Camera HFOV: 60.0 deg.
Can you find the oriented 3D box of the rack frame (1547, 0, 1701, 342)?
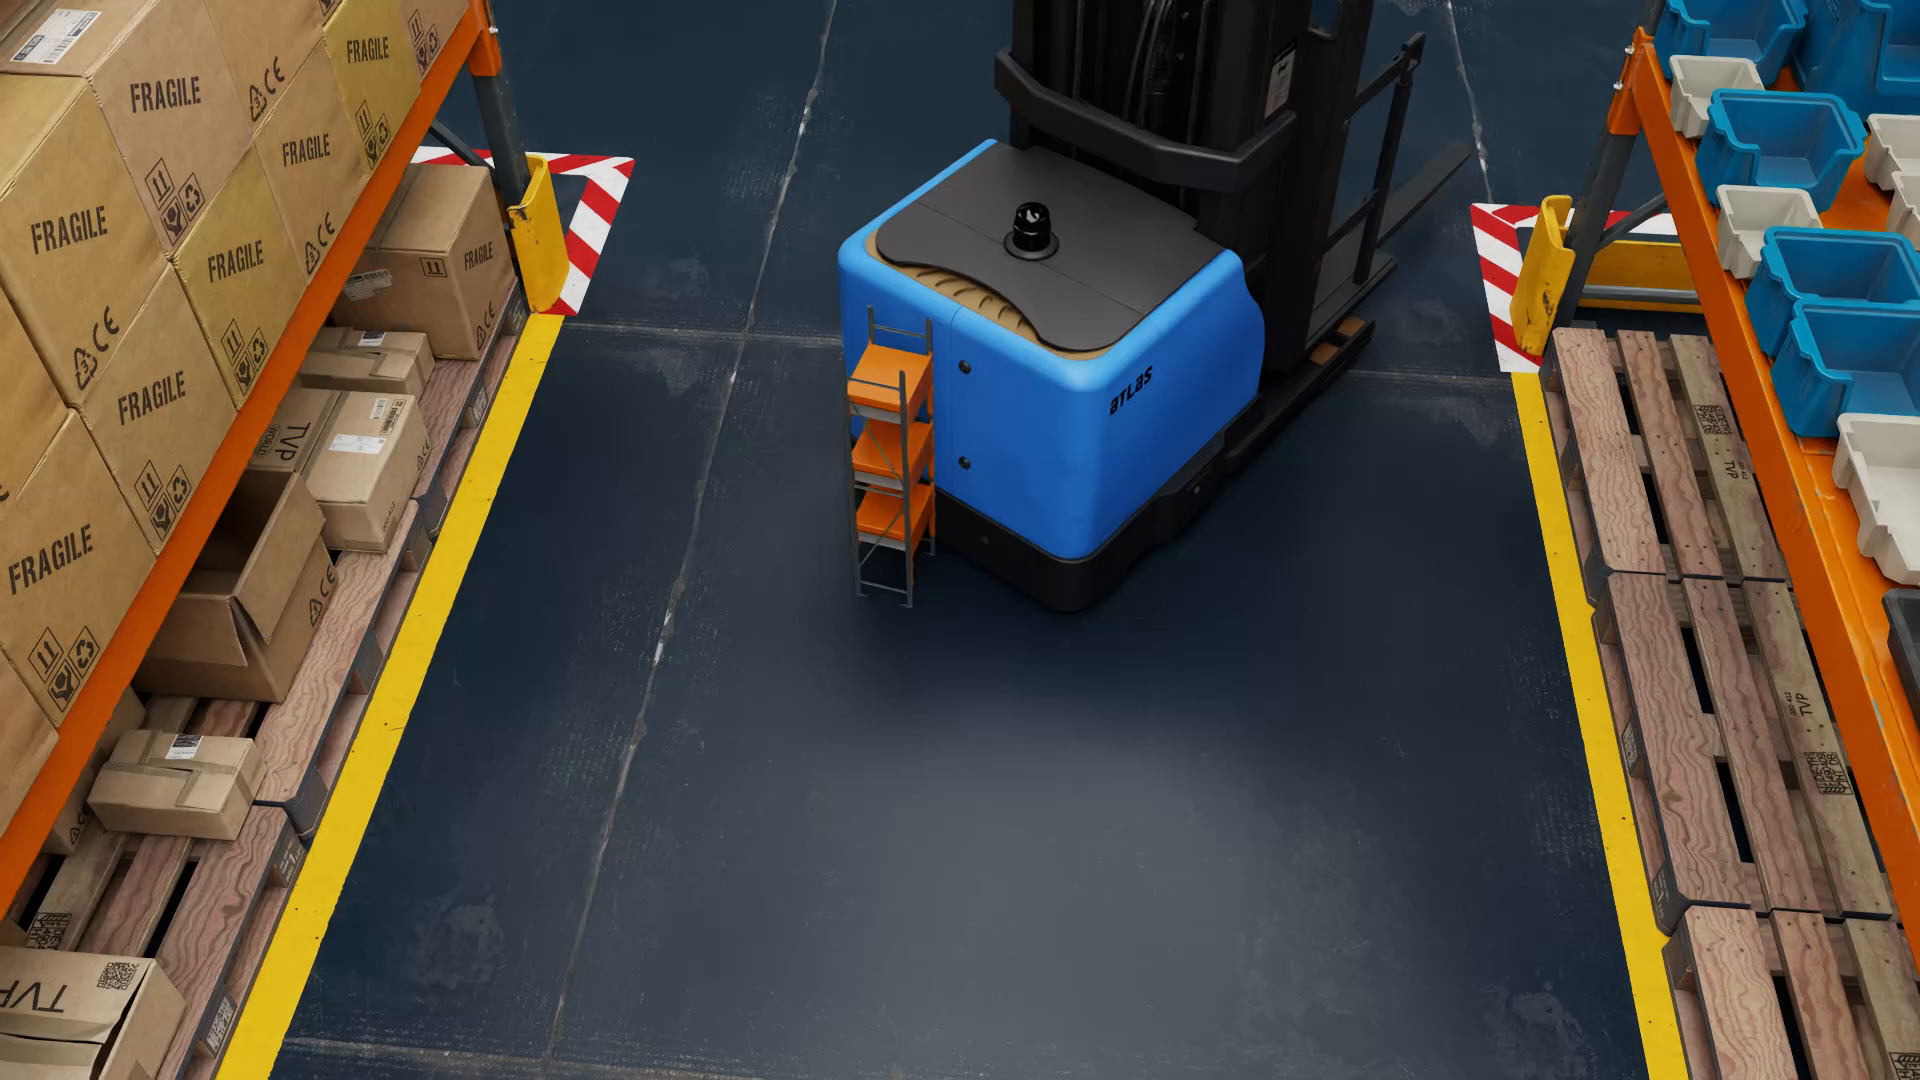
[{"bbox_3d":[2.761,-1.794,5.358,1.000,3.000,0.127,4,48,4],"label":"rack frame"}]

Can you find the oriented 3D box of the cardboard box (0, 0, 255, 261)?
[{"bbox_3d":[-2.073,-1.025,3.909,0.500,0.500,0.500,5,48,5],"label":"cardboard box"}]

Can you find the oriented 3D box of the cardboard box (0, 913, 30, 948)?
[{"bbox_3d":[-2.767,1.067,4.137,0.500,0.500,0.500,4,48,4],"label":"cardboard box"}]

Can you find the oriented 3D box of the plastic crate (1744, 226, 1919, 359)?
[{"bbox_3d":[2.291,-0.630,4.367,0.416,0.233,0.300,4,48,4],"label":"plastic crate"}]

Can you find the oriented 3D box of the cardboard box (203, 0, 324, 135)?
[{"bbox_3d":[-2.026,-1.402,4.255,0.500,0.500,0.500,5,48,5],"label":"cardboard box"}]

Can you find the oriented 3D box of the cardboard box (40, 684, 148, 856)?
[{"bbox_3d":[-2.698,0.580,4.711,0.500,0.311,0.500,4,48,4],"label":"cardboard box"}]

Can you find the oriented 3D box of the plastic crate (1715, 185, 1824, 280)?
[{"bbox_3d":[2.237,-0.837,4.621,0.250,0.136,0.298,4,48,4],"label":"plastic crate"}]

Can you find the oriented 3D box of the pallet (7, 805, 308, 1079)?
[{"bbox_3d":[-2.472,1.246,4.467,1.003,0.211,1.213,4,48,4],"label":"pallet"}]

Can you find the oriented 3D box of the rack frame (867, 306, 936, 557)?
[{"bbox_3d":[-0.180,-0.321,5.333,0.200,1.050,0.008,13,49,12],"label":"rack frame"}]

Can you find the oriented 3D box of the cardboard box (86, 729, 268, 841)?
[{"bbox_3d":[-2.213,0.687,4.710,0.380,0.166,0.250,4,48,4],"label":"cardboard box"}]

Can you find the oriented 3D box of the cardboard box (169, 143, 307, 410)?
[{"bbox_3d":[-2.082,-0.698,4.288,0.500,0.500,0.500,3,48,3],"label":"cardboard box"}]

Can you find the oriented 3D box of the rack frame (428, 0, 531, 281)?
[{"bbox_3d":[-2.172,-2.129,5.665,1.000,3.000,0.127,4,48,4],"label":"rack frame"}]

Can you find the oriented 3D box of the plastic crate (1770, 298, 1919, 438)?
[{"bbox_3d":[2.263,-0.410,4.165,0.416,0.233,0.300,4,48,4],"label":"plastic crate"}]

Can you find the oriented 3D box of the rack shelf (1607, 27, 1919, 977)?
[{"bbox_3d":[2.579,-0.081,4.279,1.077,0.370,4.000,4,48,4],"label":"rack shelf"}]

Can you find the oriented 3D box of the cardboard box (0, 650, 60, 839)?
[{"bbox_3d":[-2.218,0.420,3.265,0.500,0.500,0.500,5,48,5],"label":"cardboard box"}]

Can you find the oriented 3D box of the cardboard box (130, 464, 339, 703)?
[{"bbox_3d":[-2.370,0.123,4.998,0.797,0.503,0.637,4,48,4],"label":"cardboard box"}]

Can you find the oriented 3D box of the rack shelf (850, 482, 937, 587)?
[{"bbox_3d":[-0.217,-0.041,5.467,0.215,0.259,0.240,13,49,12],"label":"rack shelf"}]

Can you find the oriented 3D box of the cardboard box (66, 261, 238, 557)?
[{"bbox_3d":[-2.127,-0.324,3.946,0.500,0.500,0.500,4,48,3],"label":"cardboard box"}]

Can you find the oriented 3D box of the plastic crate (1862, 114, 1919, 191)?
[{"bbox_3d":[2.867,-1.113,4.874,0.396,0.136,0.243,4,48,4],"label":"plastic crate"}]

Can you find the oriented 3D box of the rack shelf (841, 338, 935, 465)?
[{"bbox_3d":[-0.217,-0.420,5.052,0.215,0.259,0.240,13,49,12],"label":"rack shelf"}]

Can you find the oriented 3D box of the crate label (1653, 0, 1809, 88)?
[{"bbox_3d":[2.411,-1.598,5.252,0.416,0.233,0.303,4,48,4],"label":"crate label"}]

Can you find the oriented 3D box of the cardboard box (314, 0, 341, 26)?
[{"bbox_3d":[-1.983,-1.784,4.603,0.500,0.500,0.500,5,48,5],"label":"cardboard box"}]

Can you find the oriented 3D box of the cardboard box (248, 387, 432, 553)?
[{"bbox_3d":[-2.092,-0.238,5.500,0.500,0.250,0.500,4,48,4],"label":"cardboard box"}]

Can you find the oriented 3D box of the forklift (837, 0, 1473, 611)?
[{"bbox_3d":[0.927,-1.783,5.394,1.130,2.935,3.031,31,55,25],"label":"forklift"}]

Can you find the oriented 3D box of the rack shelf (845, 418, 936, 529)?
[{"bbox_3d":[-0.217,-0.228,5.262,0.215,0.259,0.240,13,49,12],"label":"rack shelf"}]

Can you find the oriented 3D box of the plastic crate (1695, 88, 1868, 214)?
[{"bbox_3d":[2.351,-1.114,4.809,0.416,0.233,0.300,4,48,4],"label":"plastic crate"}]

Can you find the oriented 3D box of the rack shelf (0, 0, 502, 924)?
[{"bbox_3d":[-2.354,-0.417,4.586,1.077,0.370,4.000,4,48,4],"label":"rack shelf"}]

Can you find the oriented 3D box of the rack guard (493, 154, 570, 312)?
[{"bbox_3d":[-2.178,-1.230,6.536,1.175,0.500,0.348,4,48,4],"label":"rack guard"}]

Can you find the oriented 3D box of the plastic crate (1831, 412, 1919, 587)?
[{"bbox_3d":[2.256,-0.085,3.933,0.293,0.136,0.466,4,48,4],"label":"plastic crate"}]

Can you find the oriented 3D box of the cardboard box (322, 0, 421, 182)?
[{"bbox_3d":[-1.985,-1.434,4.961,0.500,0.500,0.500,4,48,4],"label":"cardboard box"}]

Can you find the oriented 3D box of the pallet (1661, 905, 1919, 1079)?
[{"bbox_3d":[2.425,1.544,4.195,1.003,0.211,1.213,4,48,4],"label":"pallet"}]

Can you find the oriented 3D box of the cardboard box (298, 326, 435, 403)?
[{"bbox_3d":[-2.102,-0.614,5.901,0.380,0.166,0.250,4,48,4],"label":"cardboard box"}]

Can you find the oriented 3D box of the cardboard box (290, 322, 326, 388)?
[{"bbox_3d":[-2.549,-0.602,5.833,0.500,0.250,0.500,4,48,4],"label":"cardboard box"}]

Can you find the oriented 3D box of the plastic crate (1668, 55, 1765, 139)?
[{"bbox_3d":[2.299,-1.335,5.077,0.250,0.136,0.298,4,48,4],"label":"plastic crate"}]

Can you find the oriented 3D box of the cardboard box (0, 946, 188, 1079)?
[{"bbox_3d":[-2.282,1.275,4.075,0.500,0.311,0.500,4,48,4],"label":"cardboard box"}]

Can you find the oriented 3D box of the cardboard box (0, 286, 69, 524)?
[{"bbox_3d":[-2.166,-0.268,3.217,0.500,0.500,0.500,3,48,2],"label":"cardboard box"}]

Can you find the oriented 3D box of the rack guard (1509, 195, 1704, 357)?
[{"bbox_3d":[2.750,-0.968,6.297,1.175,0.500,0.348,4,48,4],"label":"rack guard"}]

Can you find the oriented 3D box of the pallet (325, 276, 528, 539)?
[{"bbox_3d":[-2.250,-0.546,6.107,1.003,0.211,1.213,4,48,4],"label":"pallet"}]

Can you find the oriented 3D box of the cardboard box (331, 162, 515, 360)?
[{"bbox_3d":[-1.976,-1.018,6.044,0.500,0.500,0.500,4,48,4],"label":"cardboard box"}]

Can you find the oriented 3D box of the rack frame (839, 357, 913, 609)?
[{"bbox_3d":[-0.253,-0.150,5.175,0.200,1.050,0.008,13,49,12],"label":"rack frame"}]

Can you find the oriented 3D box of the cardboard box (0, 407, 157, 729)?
[{"bbox_3d":[-2.175,0.043,3.610,0.500,0.500,0.500,5,48,4],"label":"cardboard box"}]

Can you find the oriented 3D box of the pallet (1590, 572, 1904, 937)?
[{"bbox_3d":[2.533,0.645,5.017,1.003,0.211,1.213,4,48,4],"label":"pallet"}]

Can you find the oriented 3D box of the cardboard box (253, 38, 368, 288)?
[{"bbox_3d":[-2.036,-1.068,4.626,0.500,0.500,0.500,4,48,4],"label":"cardboard box"}]

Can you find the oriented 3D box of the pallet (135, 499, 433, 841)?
[{"bbox_3d":[-2.364,0.348,5.289,1.003,0.211,1.213,4,48,4],"label":"pallet"}]

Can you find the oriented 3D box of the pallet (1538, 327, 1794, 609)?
[{"bbox_3d":[2.647,-0.249,5.835,1.003,0.211,1.213,4,48,4],"label":"pallet"}]

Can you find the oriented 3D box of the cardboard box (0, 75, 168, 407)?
[{"bbox_3d":[-2.119,-0.645,3.562,0.500,0.500,0.500,3,48,2],"label":"cardboard box"}]

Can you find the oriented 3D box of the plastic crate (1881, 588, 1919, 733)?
[{"bbox_3d":[2.231,0.378,3.517,0.437,0.125,0.590,4,48,4],"label":"plastic crate"}]

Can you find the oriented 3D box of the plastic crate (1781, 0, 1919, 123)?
[{"bbox_3d":[2.916,-1.567,5.086,0.616,0.435,0.499,4,48,4],"label":"plastic crate"}]

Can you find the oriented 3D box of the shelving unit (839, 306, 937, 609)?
[{"bbox_3d":[-0.217,-0.236,5.254,0.215,1.050,0.252,13,49,12],"label":"shelving unit"}]

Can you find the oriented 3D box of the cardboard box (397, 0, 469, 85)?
[{"bbox_3d":[-1.941,-1.816,5.310,0.500,0.500,0.500,5,48,5],"label":"cardboard box"}]

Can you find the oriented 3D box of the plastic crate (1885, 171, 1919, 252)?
[{"bbox_3d":[2.826,-0.901,4.680,0.396,0.136,0.243,4,48,4],"label":"plastic crate"}]
